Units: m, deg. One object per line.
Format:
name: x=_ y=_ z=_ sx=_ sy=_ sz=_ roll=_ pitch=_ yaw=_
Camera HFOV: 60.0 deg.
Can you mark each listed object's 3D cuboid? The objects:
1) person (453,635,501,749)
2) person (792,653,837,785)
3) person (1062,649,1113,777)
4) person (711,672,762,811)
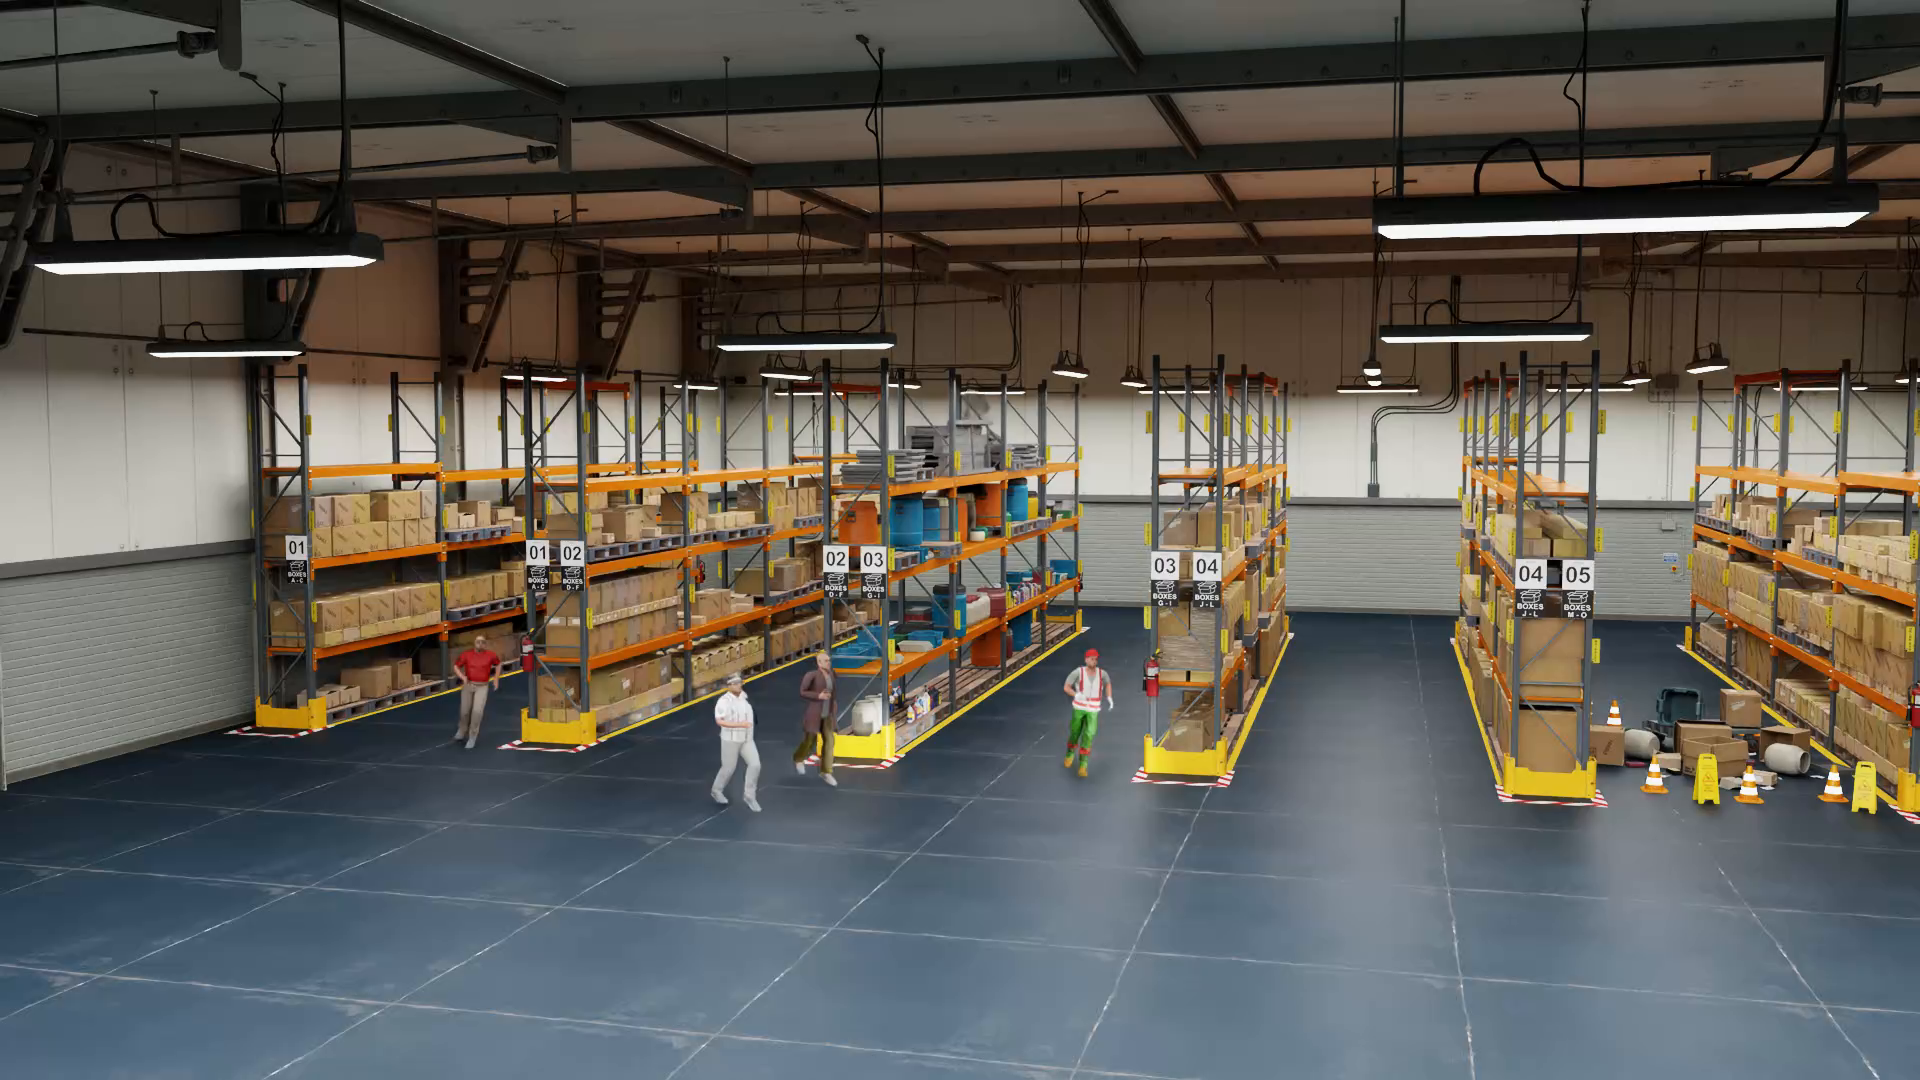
person: x=-7.603 y=2.367 z=26.102 sx=0.720 sy=1.763 sz=0.798 roll=-1 pitch=4 yaw=-11
person: x=-1.978 y=2.497 z=23.505 sx=0.702 sy=1.802 sz=1.006 roll=-3 pitch=5 yaw=-38
person: x=1.849 y=2.442 z=23.830 sx=0.719 sy=1.770 sz=0.907 roll=0 pitch=4 yaw=-5
person: x=-2.943 y=2.633 z=21.755 sx=0.788 sy=1.844 sz=0.663 roll=4 pitch=5 yaw=43
